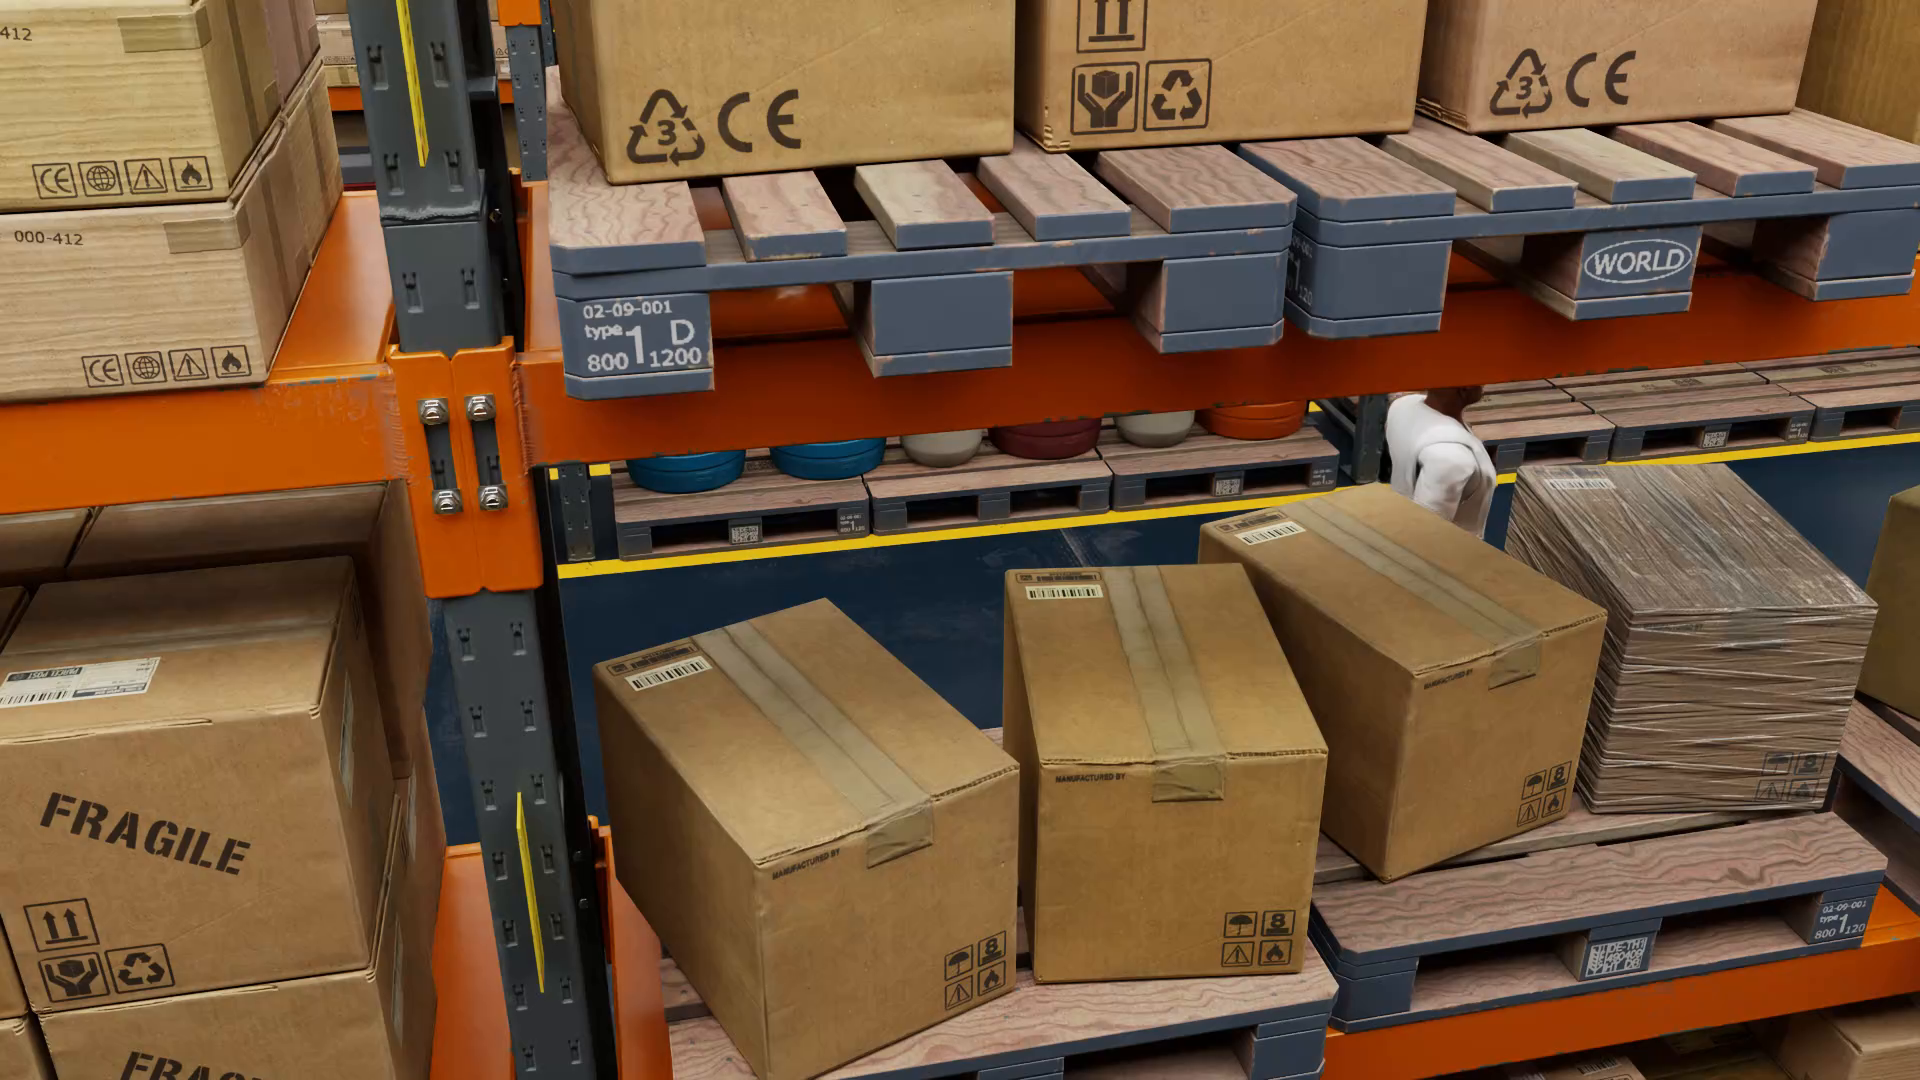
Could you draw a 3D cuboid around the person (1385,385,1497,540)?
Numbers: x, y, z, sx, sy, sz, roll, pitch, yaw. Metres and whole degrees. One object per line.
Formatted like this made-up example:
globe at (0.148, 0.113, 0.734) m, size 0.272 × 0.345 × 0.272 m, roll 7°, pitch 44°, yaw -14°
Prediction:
person at (1.760, 0.059, 5.925) m, size 0.973 × 1.715 × 0.624 m, roll -3°, pitch 27°, yaw -6°
